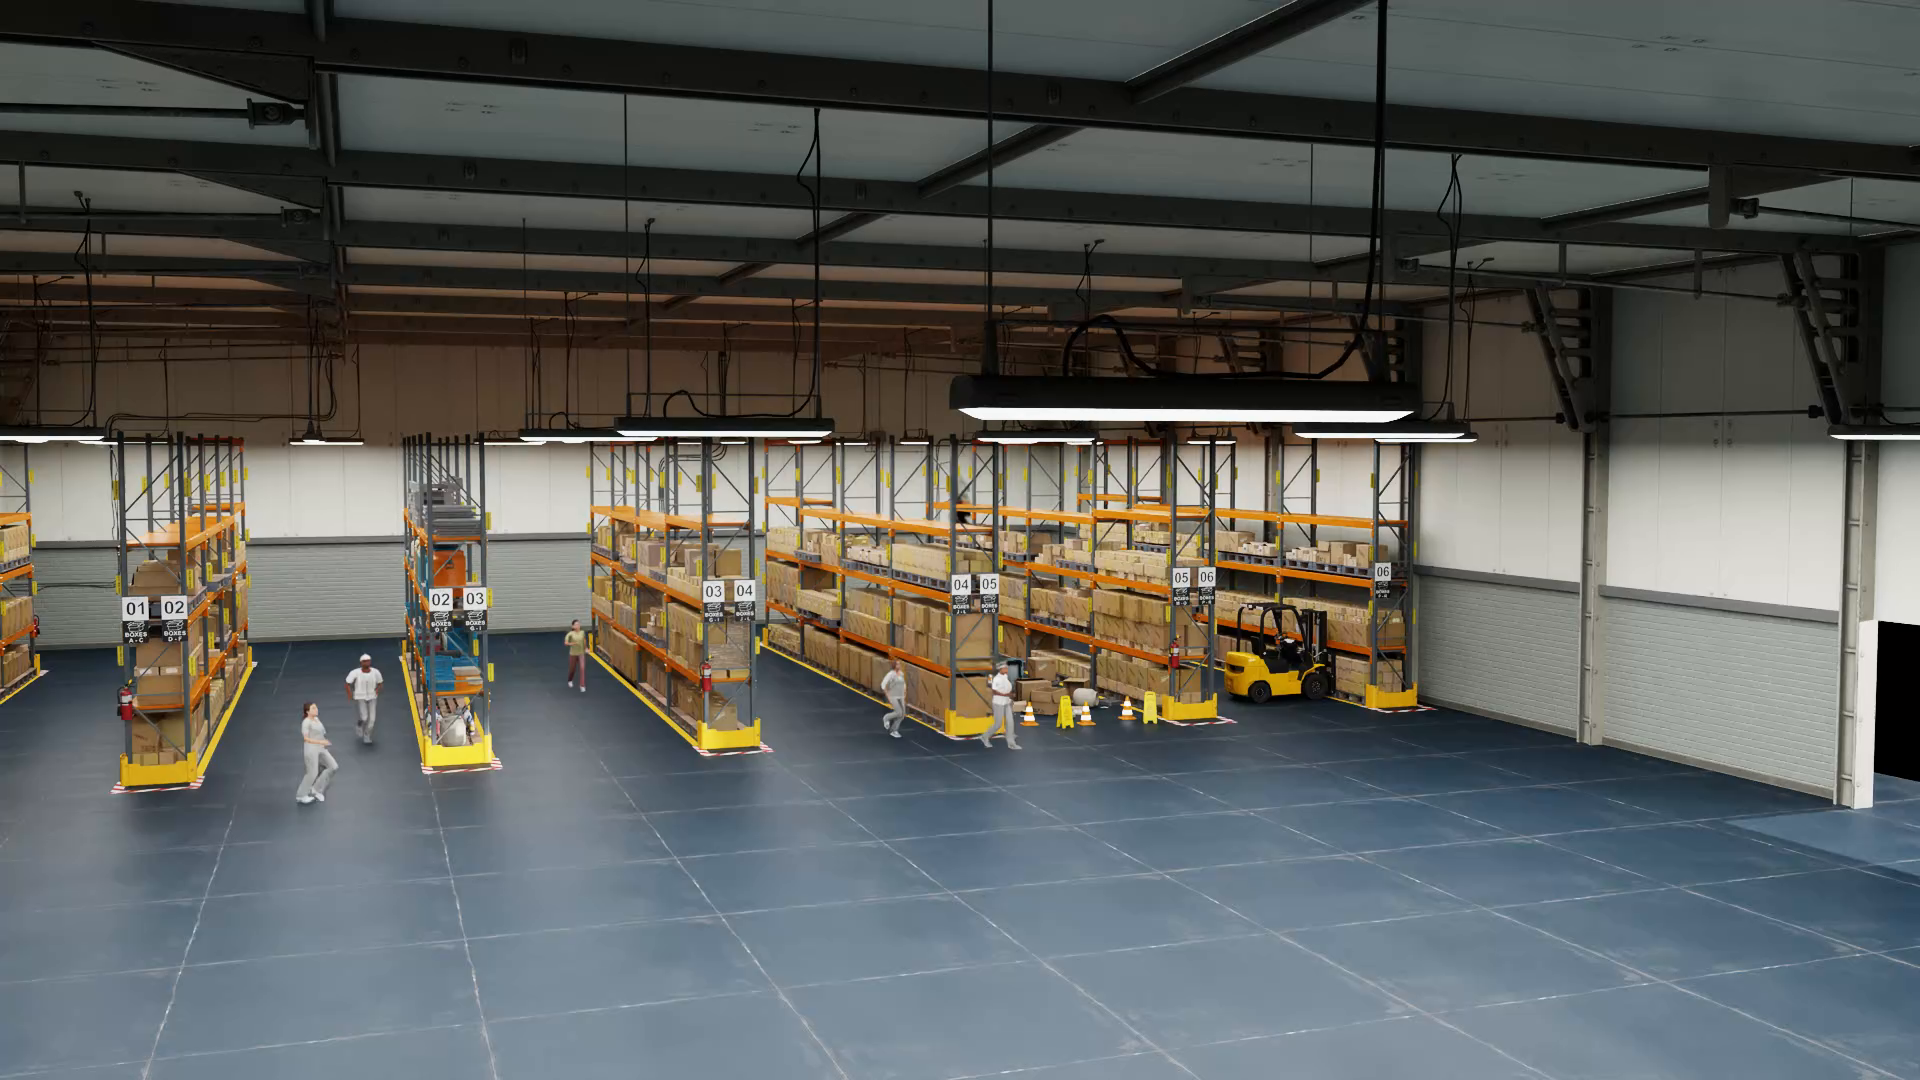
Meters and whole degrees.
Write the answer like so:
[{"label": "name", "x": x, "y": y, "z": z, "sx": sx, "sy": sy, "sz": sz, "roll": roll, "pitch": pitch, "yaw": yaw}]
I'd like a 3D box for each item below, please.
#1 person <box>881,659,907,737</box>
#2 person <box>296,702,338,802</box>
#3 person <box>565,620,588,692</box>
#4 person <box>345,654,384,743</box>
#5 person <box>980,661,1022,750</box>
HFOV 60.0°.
[{"label": "person", "x": -1.266, "y": 3.129, "z": 32.917, "sx": 0.538, "sy": 1.539, "sz": 0.523, "roll": -3, "pitch": 4, "yaw": -43}, {"label": "person", "x": -10.399, "y": 3.415, "z": 26.811, "sx": 0.655, "sy": 1.641, "sz": 0.575, "roll": 1, "pitch": 3, "yaw": 11}, {"label": "person", "x": -9.007, "y": 2.698, "z": 39.079, "sx": 0.575, "sy": 1.652, "sz": 0.970, "roll": -2, "pitch": 4, "yaw": -27}, {"label": "person", "x": -11.492, "y": 3.074, "z": 32.187, "sx": 0.698, "sy": 1.720, "sz": 0.575, "roll": -2, "pitch": 4, "yaw": -33}, {"label": "person", "x": 0.782, "y": 3.113, "z": 31.492, "sx": 0.829, "sy": 1.682, "sz": 0.597, "roll": 2, "pitch": 4, "yaw": 29}]
